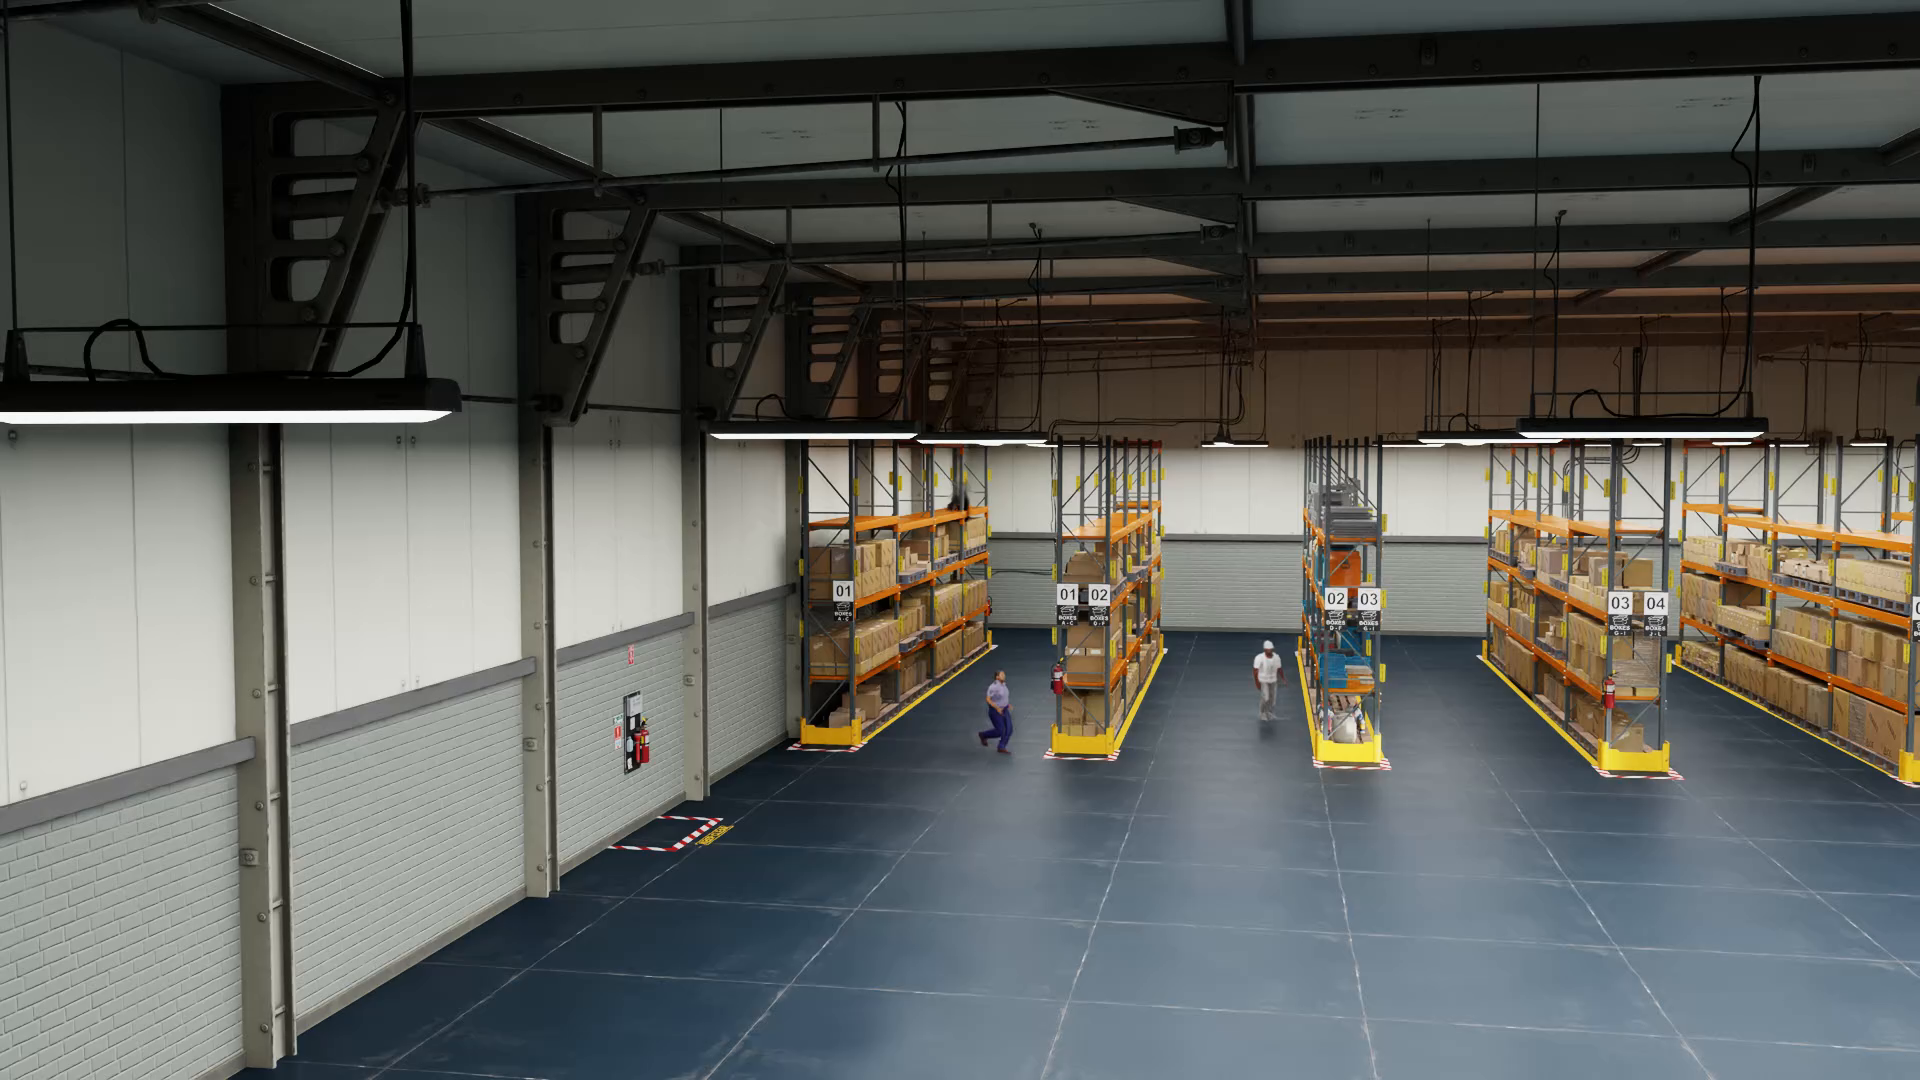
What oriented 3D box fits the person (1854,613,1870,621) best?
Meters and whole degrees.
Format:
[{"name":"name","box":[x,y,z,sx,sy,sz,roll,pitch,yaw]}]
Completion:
[{"name":"person","box":[24.512,2.456,45.003,0.811,1.709,0.682,1,3,18]}]

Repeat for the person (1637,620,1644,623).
[{"name":"person","box":[17.940,2.496,44.340,0.745,1.720,0.720,2,4,33]}]

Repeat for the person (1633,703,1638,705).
[{"name":"person","box":[15.332,2.873,37.744,0.709,1.613,1.121,1,3,17]}]

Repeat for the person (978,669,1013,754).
[{"name":"person","box":[0.686,3.235,31.376,0.649,1.600,0.616,2,4,32]}]

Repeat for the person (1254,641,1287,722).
[{"name":"person","box":[6.485,2.969,35.008,0.652,1.730,0.594,-1,3,-21]}]
